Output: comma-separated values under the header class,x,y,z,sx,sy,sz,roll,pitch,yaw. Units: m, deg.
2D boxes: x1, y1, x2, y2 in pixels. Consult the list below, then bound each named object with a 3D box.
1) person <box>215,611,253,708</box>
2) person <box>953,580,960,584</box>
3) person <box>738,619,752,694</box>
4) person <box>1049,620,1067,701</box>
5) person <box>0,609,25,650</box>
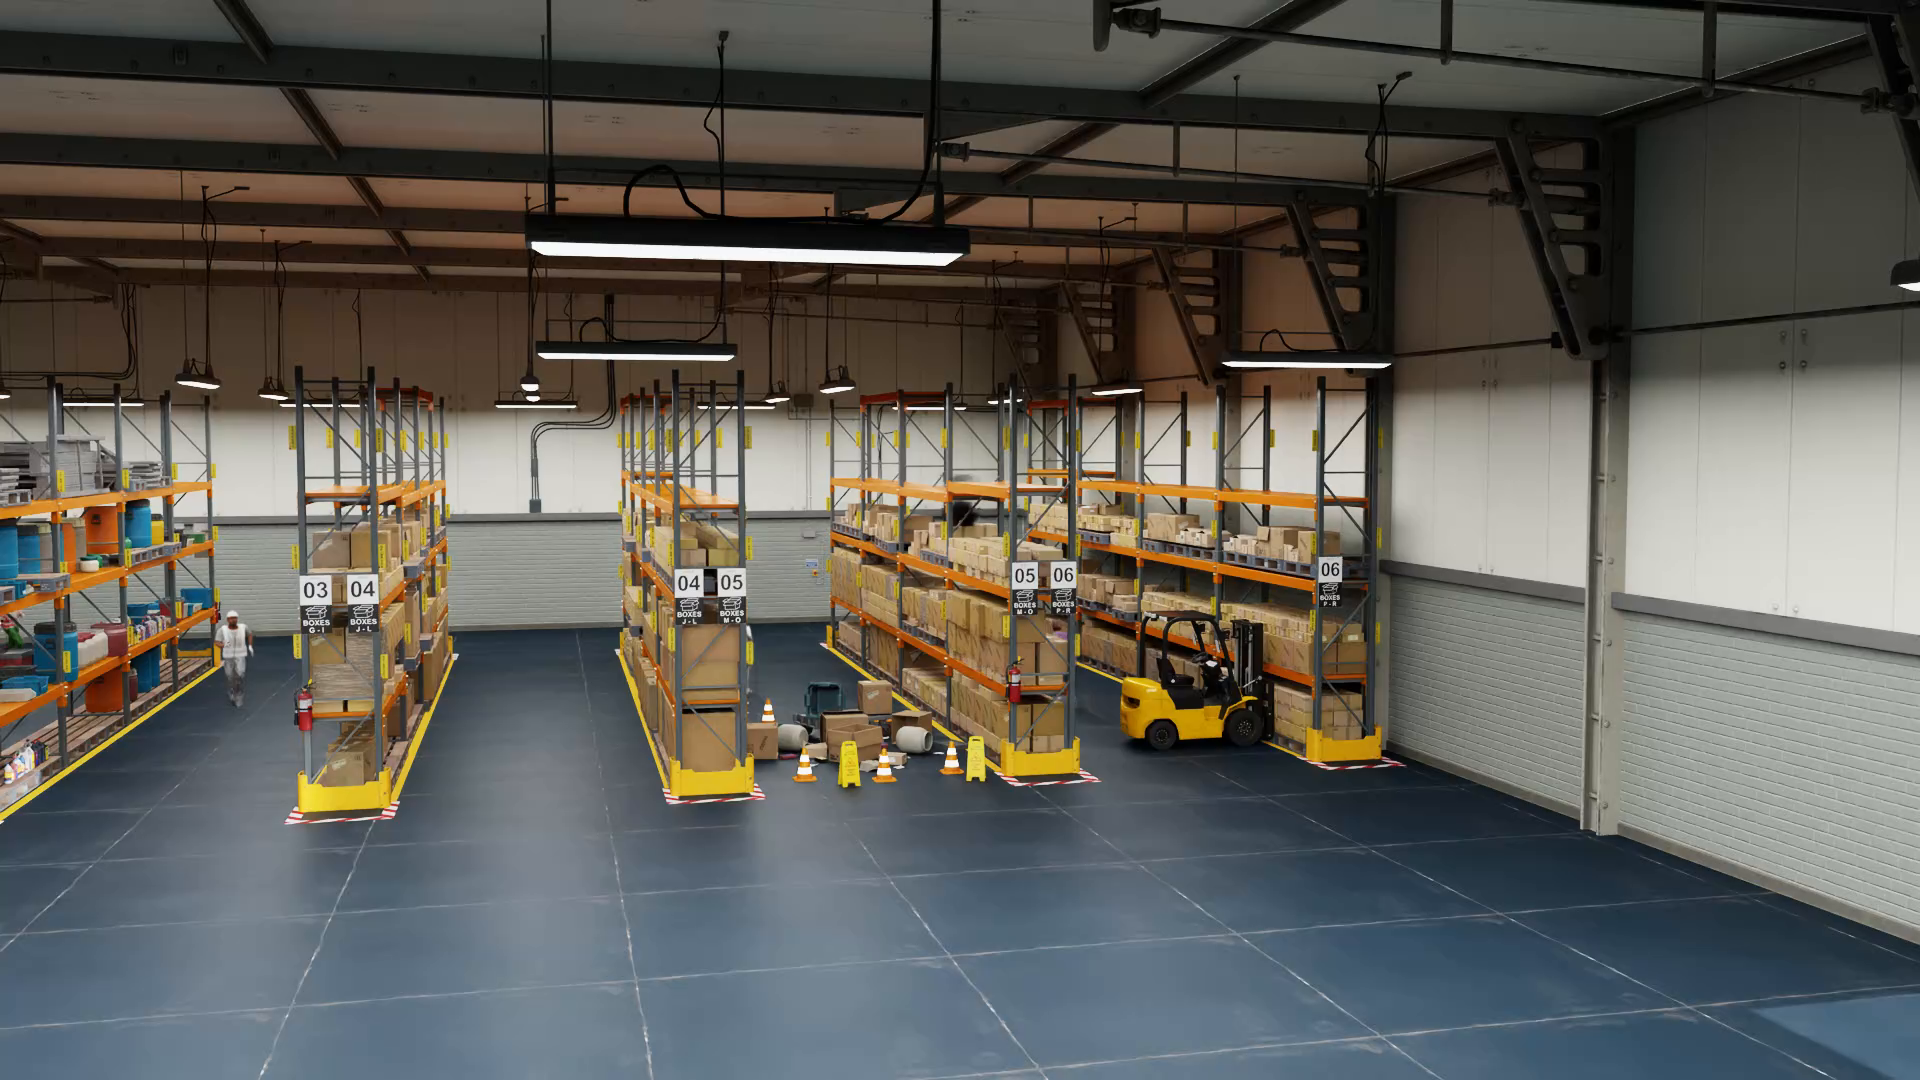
class,x,y,z,sx,sy,sz,roll,pitch,yaw
person,-13.679,2.243,31.349,0.646,1.835,0.855,-1,4,-19
person,0.037,1.781,39.147,0.617,1.764,0.855,-3,4,-39
person,-4.365,2.277,32.963,0.513,1.557,0.739,0,3,2
person,1.920,2.330,31.727,0.532,1.554,0.896,-2,4,-24
person,-21.052,1.931,36.874,0.899,1.744,0.782,1,3,11
